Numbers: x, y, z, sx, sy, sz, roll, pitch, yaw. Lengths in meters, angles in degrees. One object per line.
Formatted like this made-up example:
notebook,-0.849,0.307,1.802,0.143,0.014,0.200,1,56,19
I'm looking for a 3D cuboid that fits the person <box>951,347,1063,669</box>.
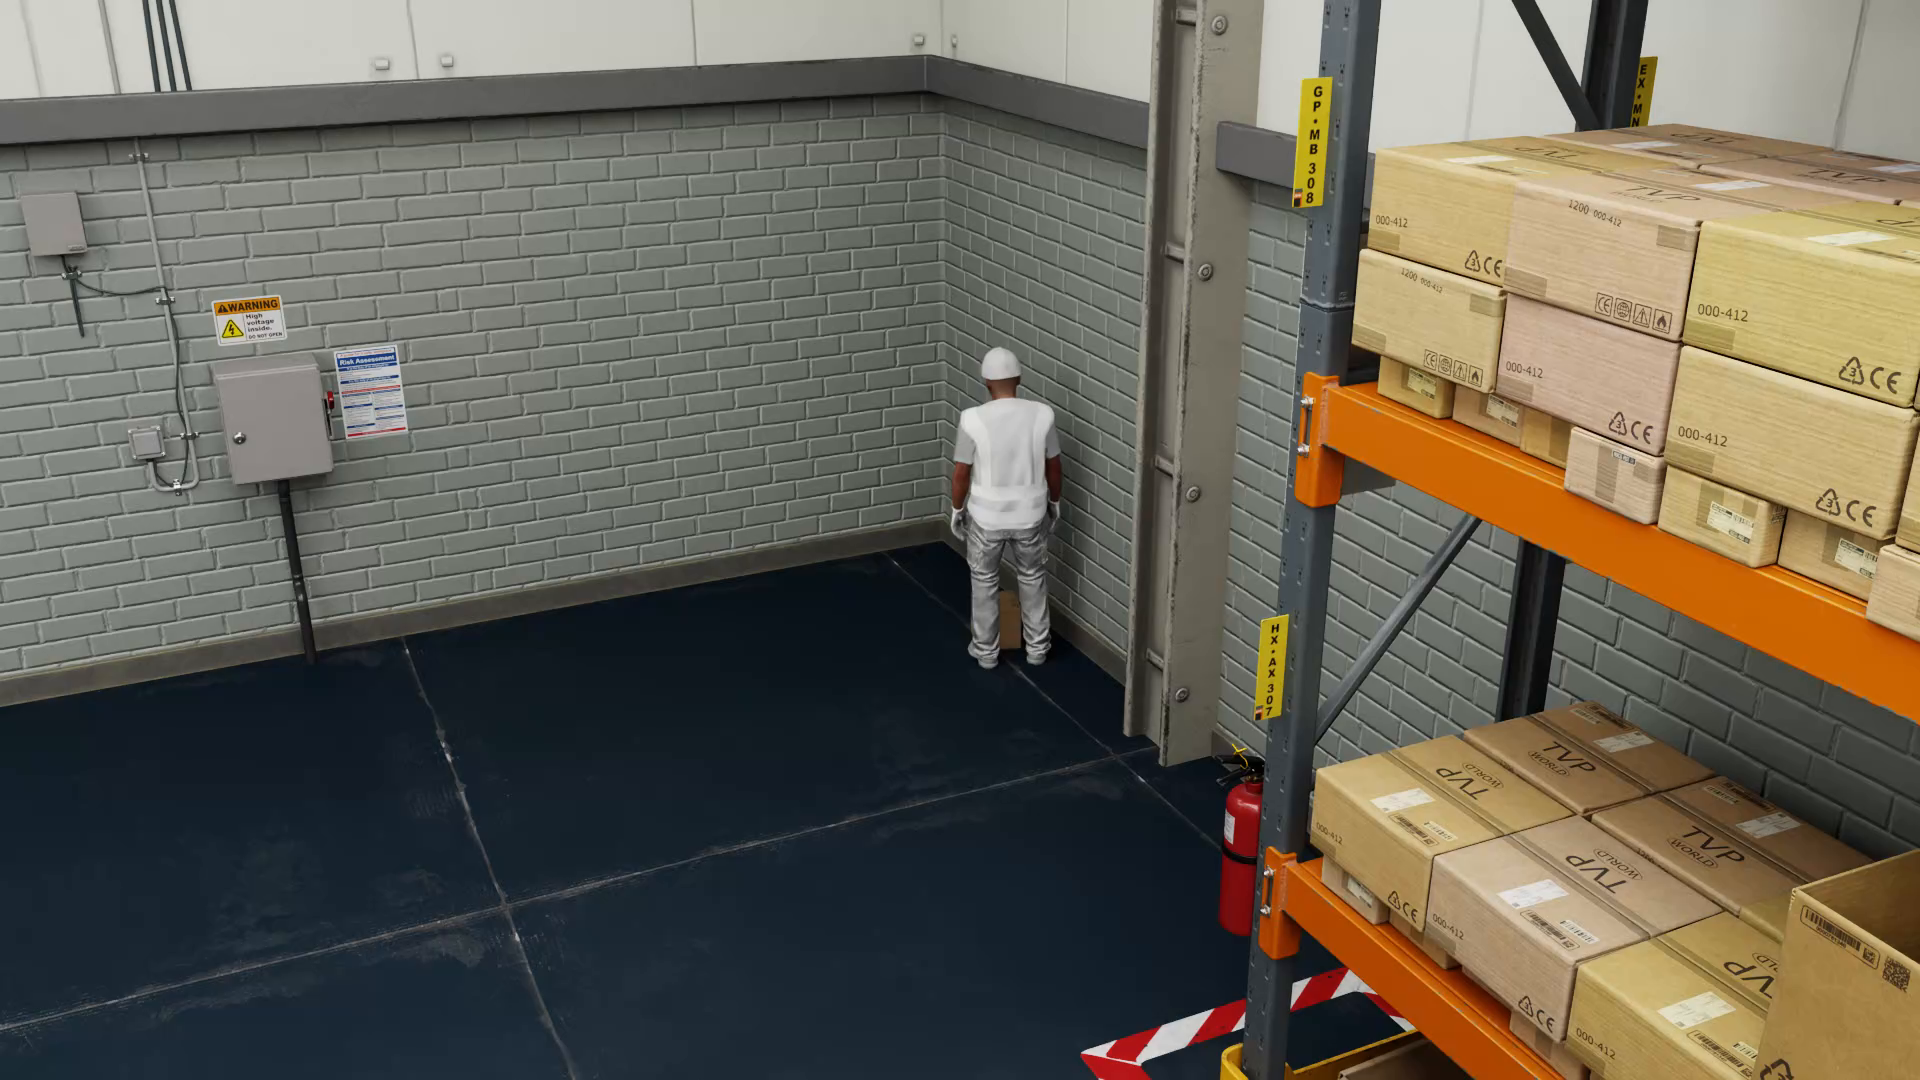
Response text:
person,0.249,-0.158,8.969,0.609,1.773,0.450,-3,22,-8
